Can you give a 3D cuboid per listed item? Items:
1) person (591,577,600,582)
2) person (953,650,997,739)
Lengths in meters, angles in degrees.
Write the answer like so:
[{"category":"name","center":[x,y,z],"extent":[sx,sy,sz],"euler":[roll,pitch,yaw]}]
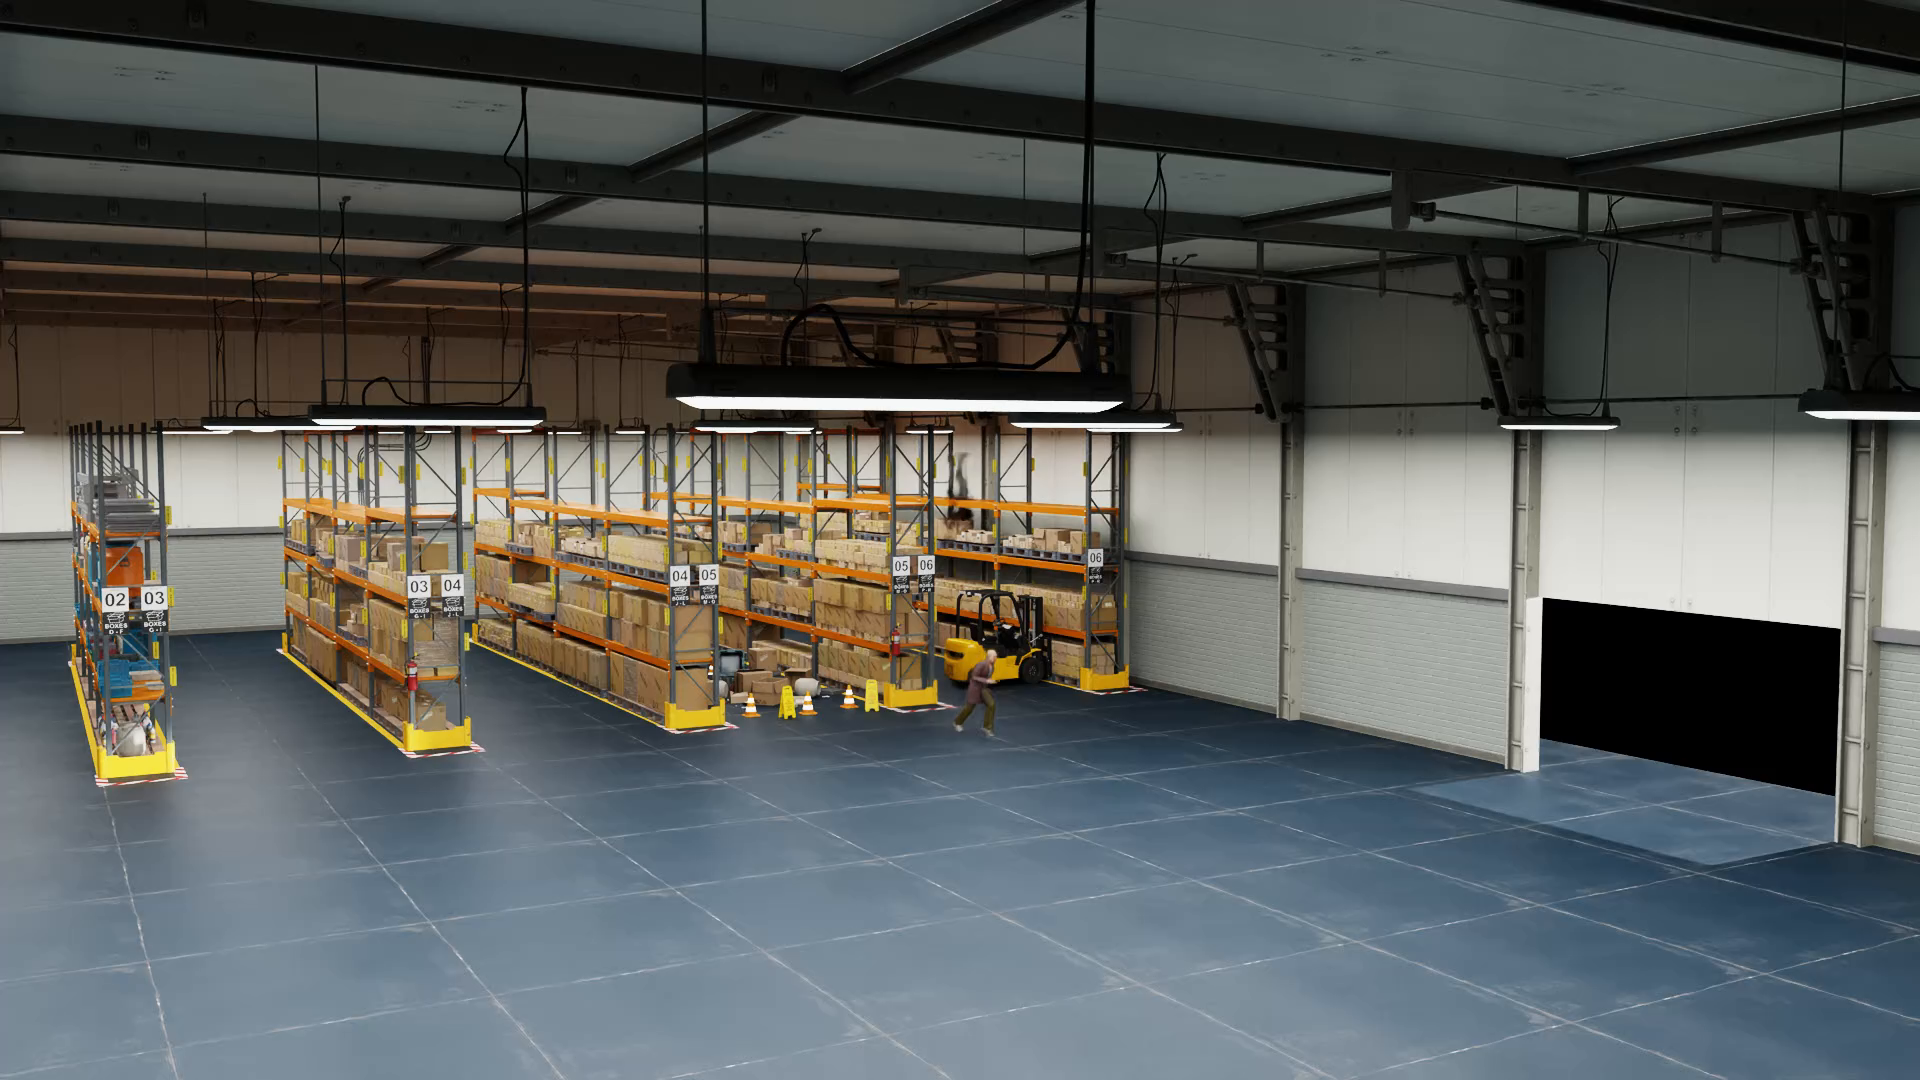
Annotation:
[{"category":"person","center":[-10.842,1.840,49.462],"extent":[0.664,1.648,0.551],"euler":[-2,4,-35]},{"category":"person","center":[0.310,2.939,31.867],"extent":[1.068,1.743,0.752],"euler":[3,4,36]}]
